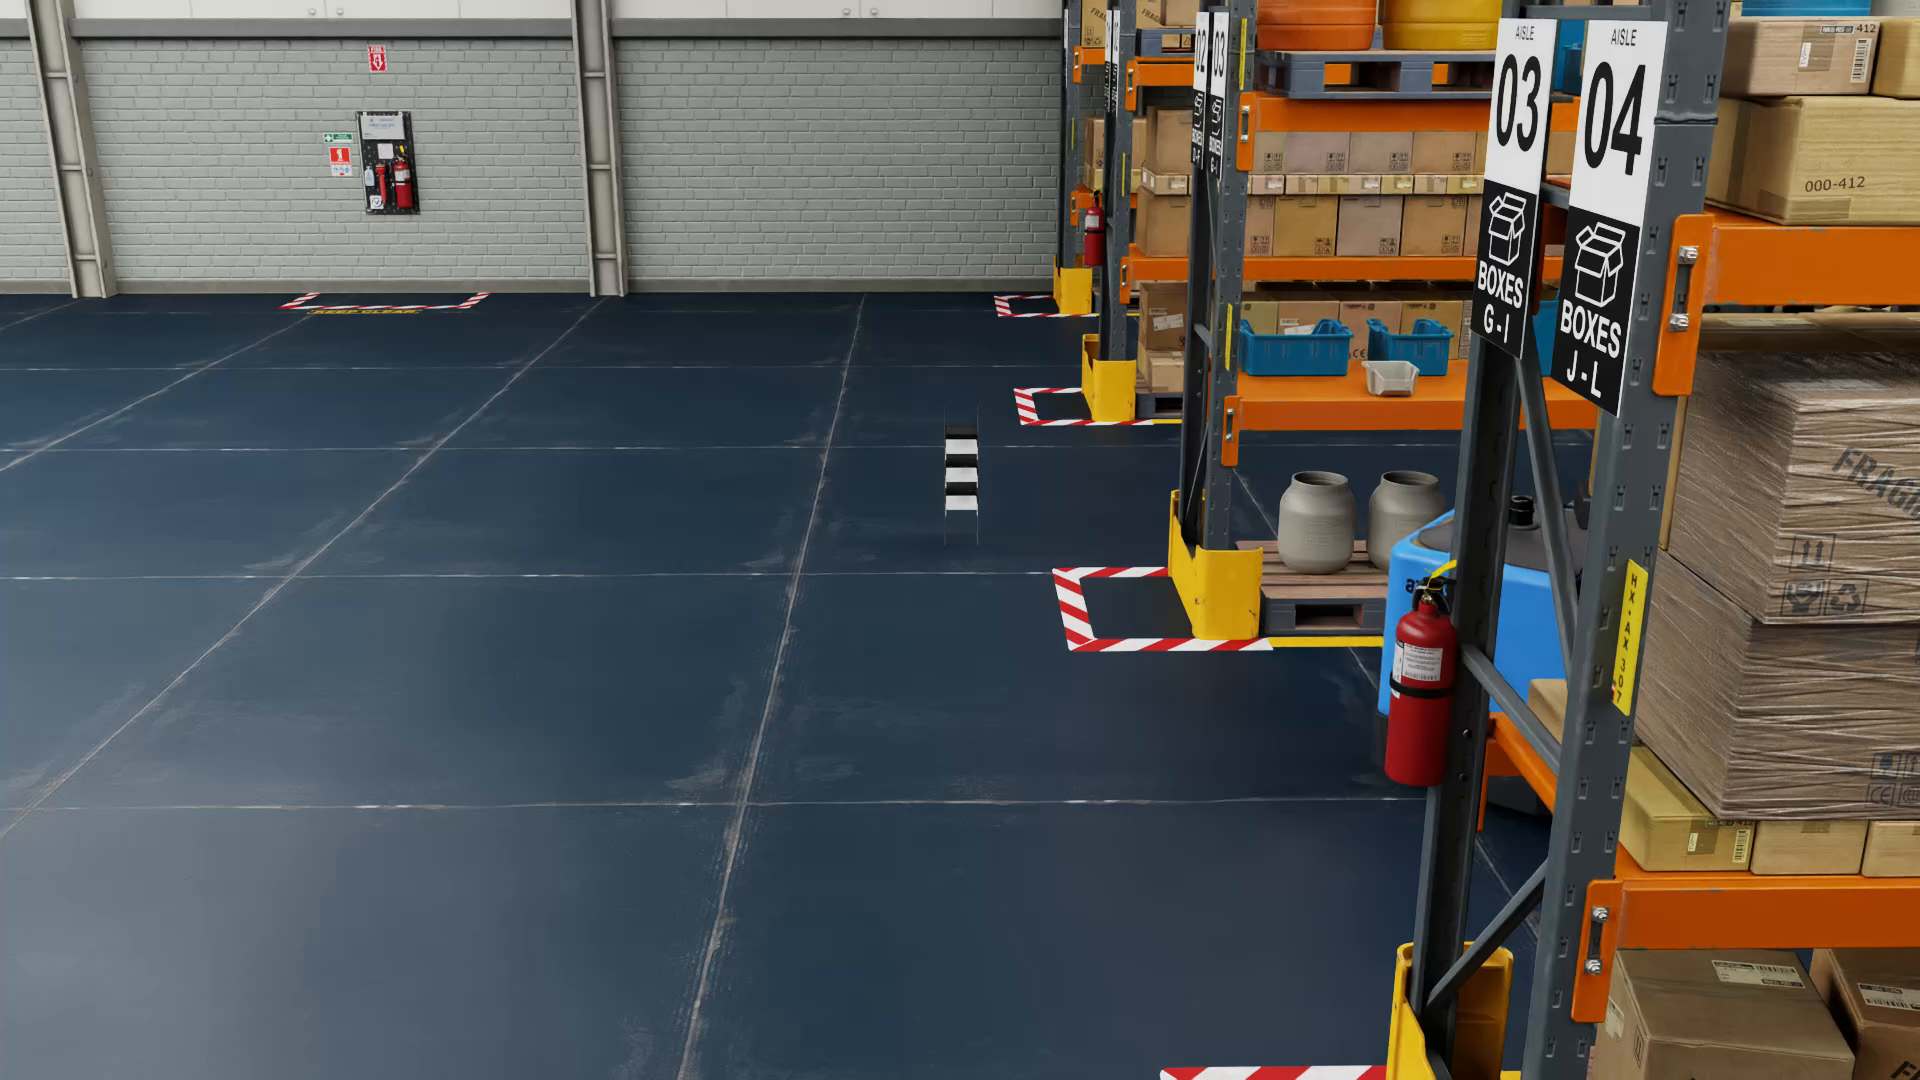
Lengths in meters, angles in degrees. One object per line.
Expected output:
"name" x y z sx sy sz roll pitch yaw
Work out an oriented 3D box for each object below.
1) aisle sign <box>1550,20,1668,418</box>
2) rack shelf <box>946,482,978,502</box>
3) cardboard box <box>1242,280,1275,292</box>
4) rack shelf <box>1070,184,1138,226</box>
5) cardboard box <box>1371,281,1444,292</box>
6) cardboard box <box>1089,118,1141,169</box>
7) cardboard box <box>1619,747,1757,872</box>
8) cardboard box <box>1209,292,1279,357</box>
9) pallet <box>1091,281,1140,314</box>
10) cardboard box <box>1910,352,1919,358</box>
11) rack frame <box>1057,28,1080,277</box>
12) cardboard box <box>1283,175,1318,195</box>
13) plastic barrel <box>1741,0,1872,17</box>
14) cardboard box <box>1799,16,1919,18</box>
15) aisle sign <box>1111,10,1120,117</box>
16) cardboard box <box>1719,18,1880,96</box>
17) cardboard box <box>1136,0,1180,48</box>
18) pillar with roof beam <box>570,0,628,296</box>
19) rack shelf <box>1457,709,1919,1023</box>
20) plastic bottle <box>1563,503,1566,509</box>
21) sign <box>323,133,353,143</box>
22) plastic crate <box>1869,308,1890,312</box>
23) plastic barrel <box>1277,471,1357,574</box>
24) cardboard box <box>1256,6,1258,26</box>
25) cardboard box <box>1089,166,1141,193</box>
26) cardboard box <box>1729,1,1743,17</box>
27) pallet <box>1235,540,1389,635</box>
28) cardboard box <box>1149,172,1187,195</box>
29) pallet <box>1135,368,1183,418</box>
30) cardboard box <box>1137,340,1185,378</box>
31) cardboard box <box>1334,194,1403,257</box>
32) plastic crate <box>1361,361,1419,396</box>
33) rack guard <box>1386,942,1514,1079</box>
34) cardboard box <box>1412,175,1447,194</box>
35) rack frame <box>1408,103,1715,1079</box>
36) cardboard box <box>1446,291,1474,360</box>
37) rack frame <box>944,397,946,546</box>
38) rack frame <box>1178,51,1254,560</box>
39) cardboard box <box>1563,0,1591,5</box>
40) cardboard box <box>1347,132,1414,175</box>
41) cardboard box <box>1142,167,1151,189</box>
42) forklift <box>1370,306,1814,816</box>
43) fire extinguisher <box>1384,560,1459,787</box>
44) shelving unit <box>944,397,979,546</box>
"aisle sign" 1.368 -0.690 3.533 0.004 0.787 0.394 0 18 -1
"rack shelf" 0.008 -0.311 10.448 0.200 0.077 0.258 0 18 -1
"cardboard box" 3.188 -3.069 18.576 0.500 0.500 0.700 -1 18 -4
"rack shelf" 3.190 -3.750 18.504 4.000 0.370 1.077 0 18 -1
"cardboard box" 3.803 -1.925 14.225 0.500 0.500 0.500 0 18 -1
"cardboard box" 1.672 -4.288 17.991 0.500 0.500 0.500 0 18 -1
"cardboard box" 1.714 0.647 4.032 0.250 0.149 0.380 0 18 -1
"cardboard box" 2.312 -1.755 13.695 0.500 0.500 0.500 0 18 -1
"pallet" 2.079 -2.748 18.770 1.213 0.211 1.003 0 18 -1
"cardboard box" 2.479 -0.129 3.752 0.500 0.500 0.500 0 18 -1
"rack frame" 1.190 -4.083 18.364 0.127 3.000 1.000 0 18 -1
"cardboard box" 2.700 -2.868 13.351 0.250 0.149 0.380 -1 18 -3
"plastic barrel" 4.349 -2.971 8.480 0.708 0.901 0.600 0 18 -1
"cardboard box" 2.232 -1.188 4.022 0.250 0.149 0.380 -1 18 -3
"aisle sign" 1.211 -3.714 12.958 0.004 0.787 0.394 0 18 -1
"cardboard box" 1.704 -1.022 3.504 0.250 0.149 0.380 0 18 -1
"cardboard box" 2.066 -5.485 17.629 0.500 0.500 0.500 1 18 3
"pillar with roof beam" -4.055 -5.863 14.093 0.400 9.000 9.100 0 18 -1
"rack shelf" 3.425 0.789 4.356 4.000 0.370 1.077 0 18 -1
"plastic bottle" 3.431 -0.076 9.601 0.133 0.283 0.061 0 18 -1
"sign" -7.144 -4.617 19.102 0.331 0.109 0.001 0 18 -1
"plastic crate" 4.821 -1.083 9.115 0.504 0.338 0.767 0 18 -1
"plastic barrel" 2.004 -0.099 9.330 0.421 0.512 0.421 0 18 0
"cardboard box" 2.451 -4.097 12.992 0.250 0.149 0.380 0 18 -1
"cardboard box" 1.683 -3.926 18.089 0.500 0.250 0.500 -1 18 -2
"cardboard box" 5.888 -4.146 13.209 0.500 0.250 0.500 2 18 5
"pallet" 2.234 0.254 9.411 1.213 0.211 1.003 0 18 -1
"cardboard box" 1.668 -2.862 13.334 0.250 0.149 0.380 0 18 -1
"pallet" 2.036 -1.259 14.125 1.213 0.211 1.003 0 18 -1
"cardboard box" 1.804 -1.553 14.293 0.500 0.250 0.500 0 18 -1
"cardboard box" 3.287 -2.624 13.653 0.500 0.500 0.700 0 18 1
"plastic crate" 2.247 -0.837 8.679 0.250 0.136 0.298 0 18 -1
"rack guard" 1.501 1.646 4.599 0.348 0.500 1.175 0 18 -1
"cardboard box" 3.734 -2.873 13.368 0.250 0.149 0.380 0 18 1
"rack frame" 1.425 0.456 4.216 0.127 3.000 1.000 0 18 -1
"cardboard box" 4.311 -1.769 13.738 0.500 0.500 0.500 0 18 -1
"rack frame" -0.094 -0.428 10.409 0.006 0.900 0.240 0 18 -1
"rack frame" 1.347 -1.057 8.932 0.127 3.000 1.000 0 18 -1
"cardboard box" 4.764 -4.410 13.393 0.500 0.500 0.500 1 18 4
"cardboard box" 3.323 -3.243 13.459 0.500 0.500 0.700 0 18 -1
"cardboard box" 1.651 -2.986 13.721 0.250 0.149 0.380 -1 18 -2
"forklift" 3.280 -0.199 6.370 3.031 2.935 1.130 13 22 35
"fire extinguisher" 1.303 0.352 4.665 0.183 0.674 0.296 0 18 -1
"shelving unit" 0.008 -0.429 10.410 0.210 0.900 0.258 0 18 -1
